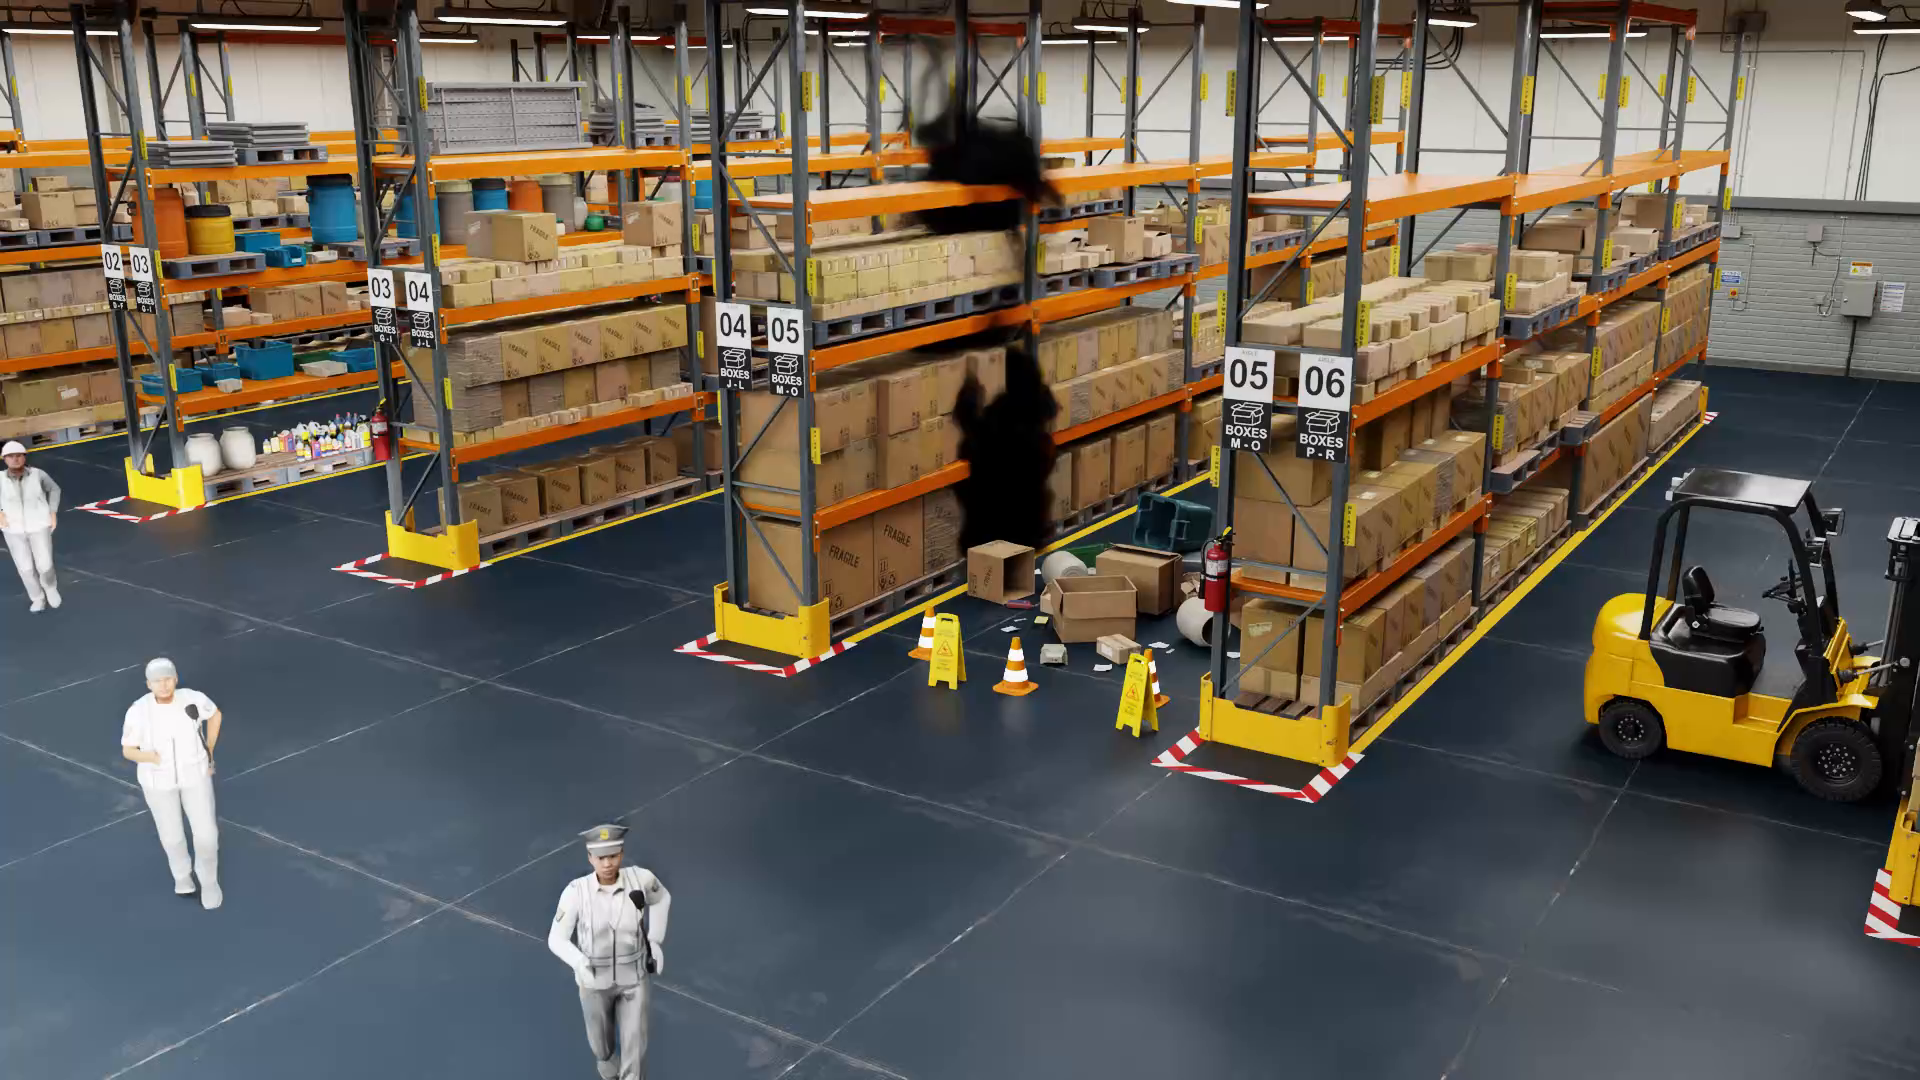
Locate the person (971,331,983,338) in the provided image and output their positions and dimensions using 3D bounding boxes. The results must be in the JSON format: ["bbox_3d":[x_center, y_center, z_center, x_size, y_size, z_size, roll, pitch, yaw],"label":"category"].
[{"bbox_3d":[0.247,-2.282,24.209,0.661,1.714,0.936,7,17,24],"label":"person"}]

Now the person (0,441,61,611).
[{"bbox_3d":[-9.188,-0.114,16.361,0.663,1.736,0.604,-7,17,-25],"label":"person"}]

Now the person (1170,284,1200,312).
[{"bbox_3d":[4.098,-3.879,30.295,0.564,1.571,0.667,-1,16,-3],"label":"person"}]

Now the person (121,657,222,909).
[{"bbox_3d":[-4.955,1.562,10.556,0.586,1.695,0.661,-7,17,-25],"label":"person"}]

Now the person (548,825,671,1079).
[{"bbox_3d":[-1.710,2.172,8.250,0.616,1.692,0.901,-5,16,-16],"label":"person"}]
